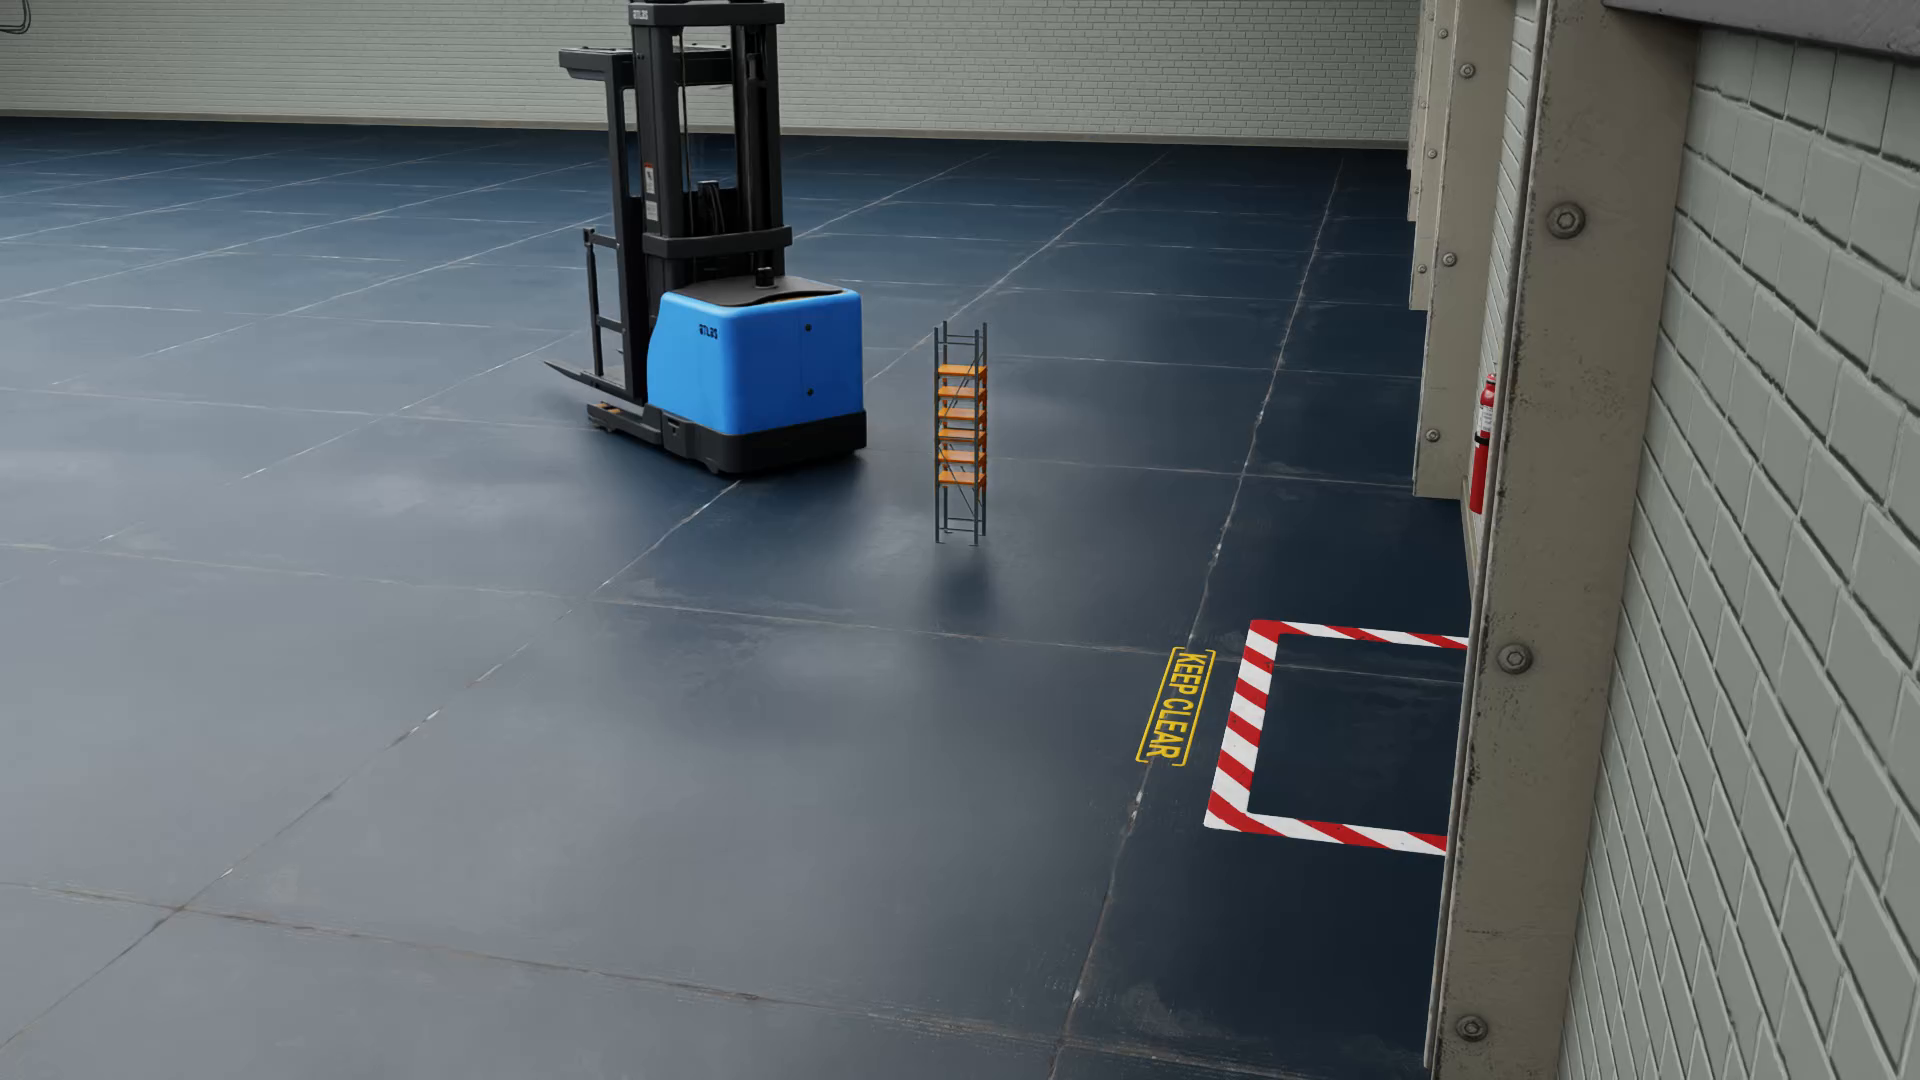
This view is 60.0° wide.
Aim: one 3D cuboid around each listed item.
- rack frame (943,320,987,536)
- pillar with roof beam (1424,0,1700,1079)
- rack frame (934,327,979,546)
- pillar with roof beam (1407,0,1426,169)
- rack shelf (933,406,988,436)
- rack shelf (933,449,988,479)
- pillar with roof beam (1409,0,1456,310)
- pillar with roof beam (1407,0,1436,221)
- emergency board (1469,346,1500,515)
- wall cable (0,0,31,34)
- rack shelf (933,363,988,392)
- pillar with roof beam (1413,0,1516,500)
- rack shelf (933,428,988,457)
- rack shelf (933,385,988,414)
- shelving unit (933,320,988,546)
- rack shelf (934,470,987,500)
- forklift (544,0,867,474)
[{"bbox_3d":[0.026,-0.601,9.091,0.240,1.200,0.006,5,19,13],"label":"rack frame"},{"bbox_3d":[-2.730,-3.030,4.137,9.100,9.000,0.400,5,19,13],"label":"pillar with roof beam"},{"bbox_3d":[-0.019,-0.544,8.923,0.240,1.200,0.006,5,19,13],"label":"rack frame"},{"bbox_3d":[3.134,-10.553,26.161,9.100,9.000,0.400,5,19,13],"label":"pillar with roof beam"},{"bbox_3d":[0.004,-0.644,8.982,0.258,0.103,0.180,5,19,13],"label":"rack shelf"},{"bbox_3d":[0.004,-0.417,9.060,0.258,0.103,0.180,5,19,13],"label":"rack shelf"},{"bbox_3d":[0.202,-6.791,15.149,9.100,9.000,0.400,5,19,13],"label":"pillar with roof beam"},{"bbox_3d":[1.668,-8.672,20.655,9.100,9.000,0.400,5,19,13],"label":"pillar with roof beam"},{"bbox_3d":[2.085,-0.623,6.370,0.194,1.169,0.643,5,19,13],"label":"emergency board"},{"bbox_3d":[-21.235,-12.050,35.348,3.097,2.526,0.112,5,19,13],"label":"wall cable"},{"bbox_3d":[0.004,-0.871,8.905,0.258,0.103,0.180,5,19,13],"label":"rack shelf"},{"bbox_3d":[-1.264,-4.911,9.643,9.100,9.000,0.400,5,19,13],"label":"pillar with roof beam"},{"bbox_3d":[0.004,-0.530,9.021,0.258,0.103,0.180,5,19,13],"label":"rack shelf"},{"bbox_3d":[0.004,-0.757,8.944,0.258,0.103,0.180,5,19,13],"label":"rack shelf"},{"bbox_3d":[0.004,-0.572,9.007,0.258,1.200,0.189,5,19,13],"label":"shelving unit"},{"bbox_3d":[0.004,-0.303,9.099,0.258,0.103,0.180,5,19,13],"label":"rack shelf"},{"bbox_3d":[-1.912,-2.202,11.099,1.130,2.935,3.031,-14,24,-36],"label":"forklift"}]
